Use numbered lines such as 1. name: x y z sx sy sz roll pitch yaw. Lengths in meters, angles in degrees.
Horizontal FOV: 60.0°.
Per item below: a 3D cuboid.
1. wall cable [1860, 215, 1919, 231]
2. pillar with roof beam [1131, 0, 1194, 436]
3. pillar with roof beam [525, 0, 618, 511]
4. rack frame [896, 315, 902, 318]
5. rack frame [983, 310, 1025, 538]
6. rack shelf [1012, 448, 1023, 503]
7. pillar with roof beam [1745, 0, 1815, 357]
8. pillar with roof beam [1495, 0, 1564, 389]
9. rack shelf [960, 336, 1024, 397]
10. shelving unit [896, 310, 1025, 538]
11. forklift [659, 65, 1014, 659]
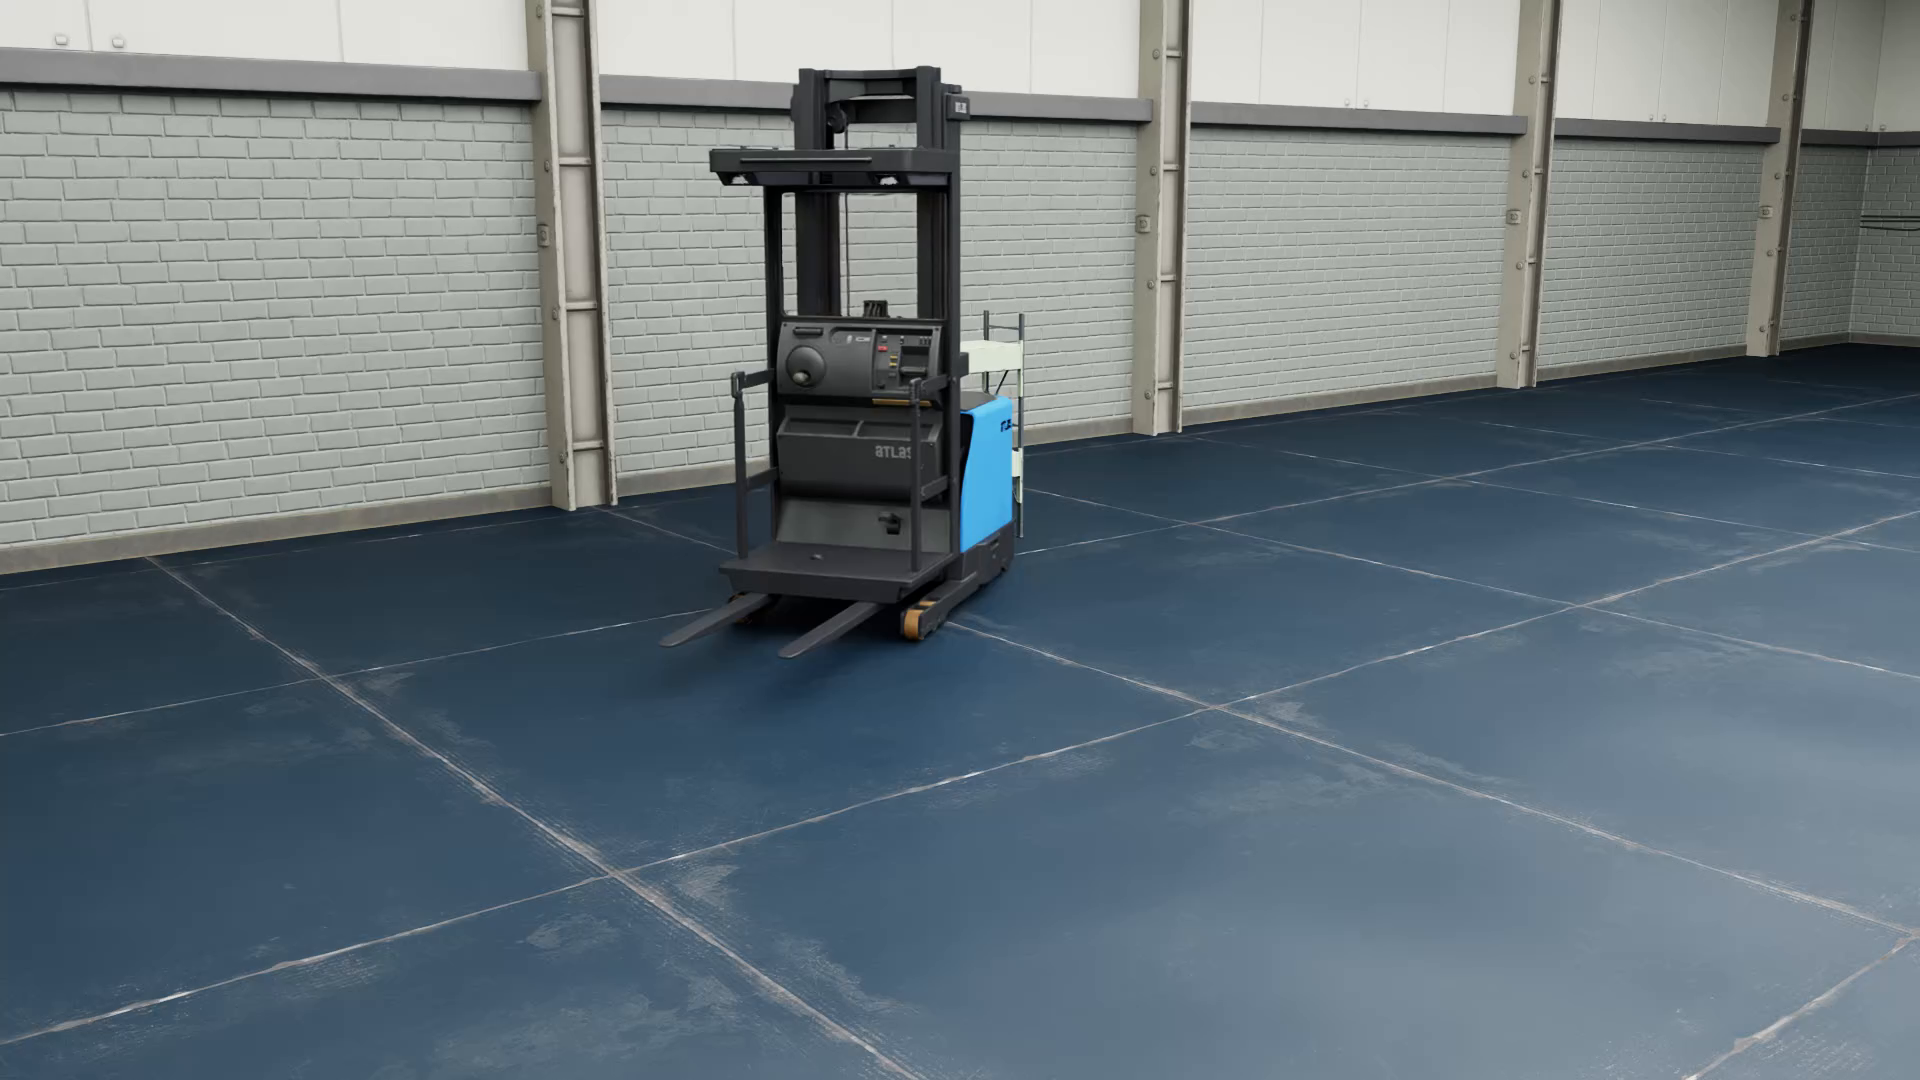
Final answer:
1. wall cable: 14.389 -5.650 23.547 0.112 2.526 3.097 -9 15 -38
2. pillar with roof beam: 4.582 -4.746 11.813 0.400 9.000 9.100 -9 15 -38
3. pillar with roof beam: -0.103 -3.967 8.146 0.400 9.000 9.100 -9 15 -38
4. rack frame: -0.281 -0.687 10.753 0.023 1.500 0.400 -9 15 -38
5. rack frame: 0.291 -0.782 11.201 0.023 1.500 0.400 -9 15 -38
6. rack shelf: 0.005 -0.416 11.045 0.720 0.370 0.431 -9 15 -38
7. pillar with roof beam: 13.952 -6.303 19.146 0.400 9.000 9.100 -9 15 -38
8. pillar with roof beam: 9.267 -5.524 15.479 0.400 9.000 9.100 -9 15 -38
9. rack shelf: 0.005 -1.116 10.896 0.720 0.370 0.431 -9 15 -38
10. shelving unit: 0.005 -0.735 10.977 0.755 1.500 0.431 -9 15 -38
11. forklift: -0.614 -1.003 8.794 1.130 2.935 3.031 4 13 18
